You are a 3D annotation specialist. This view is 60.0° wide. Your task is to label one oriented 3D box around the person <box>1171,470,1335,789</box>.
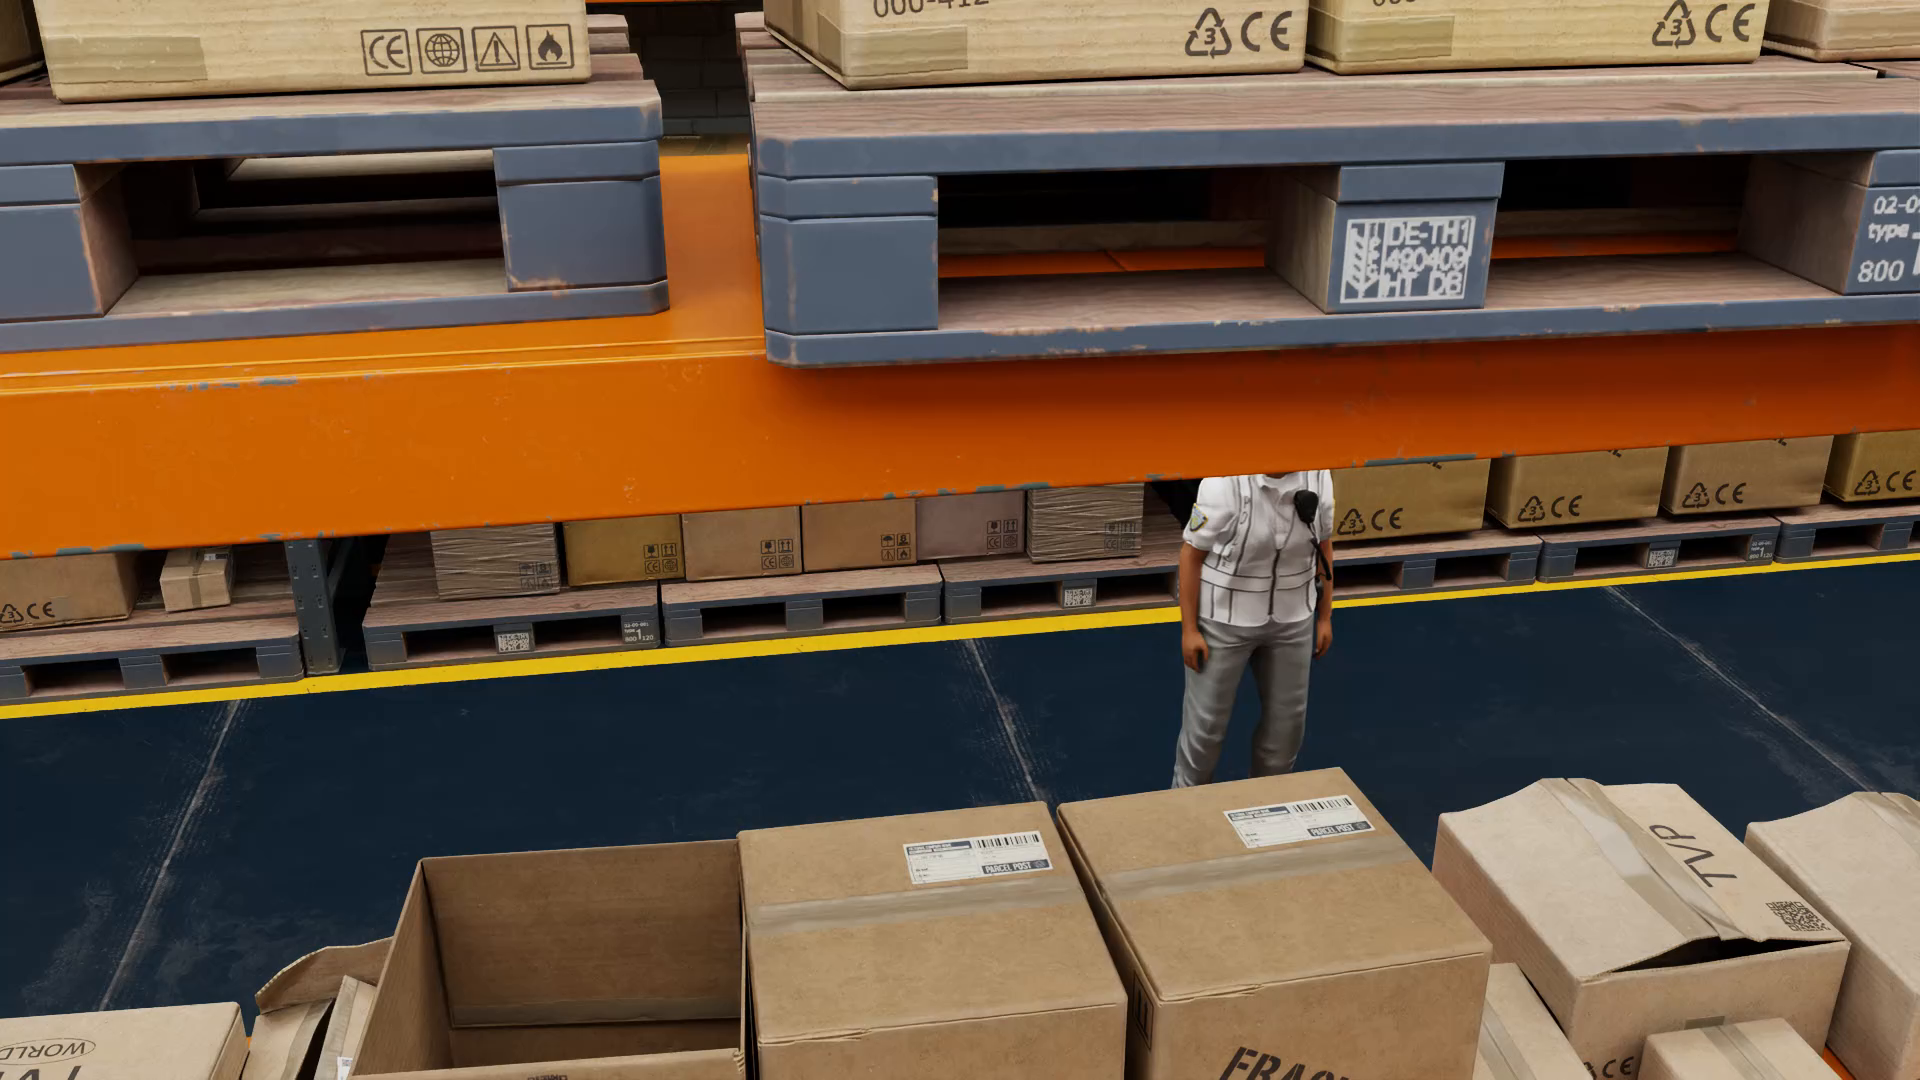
[{"bbox_3d":[0.959,0.283,5.438,0.556,1.666,0.469,-5,24,-11],"label":"person"}]
